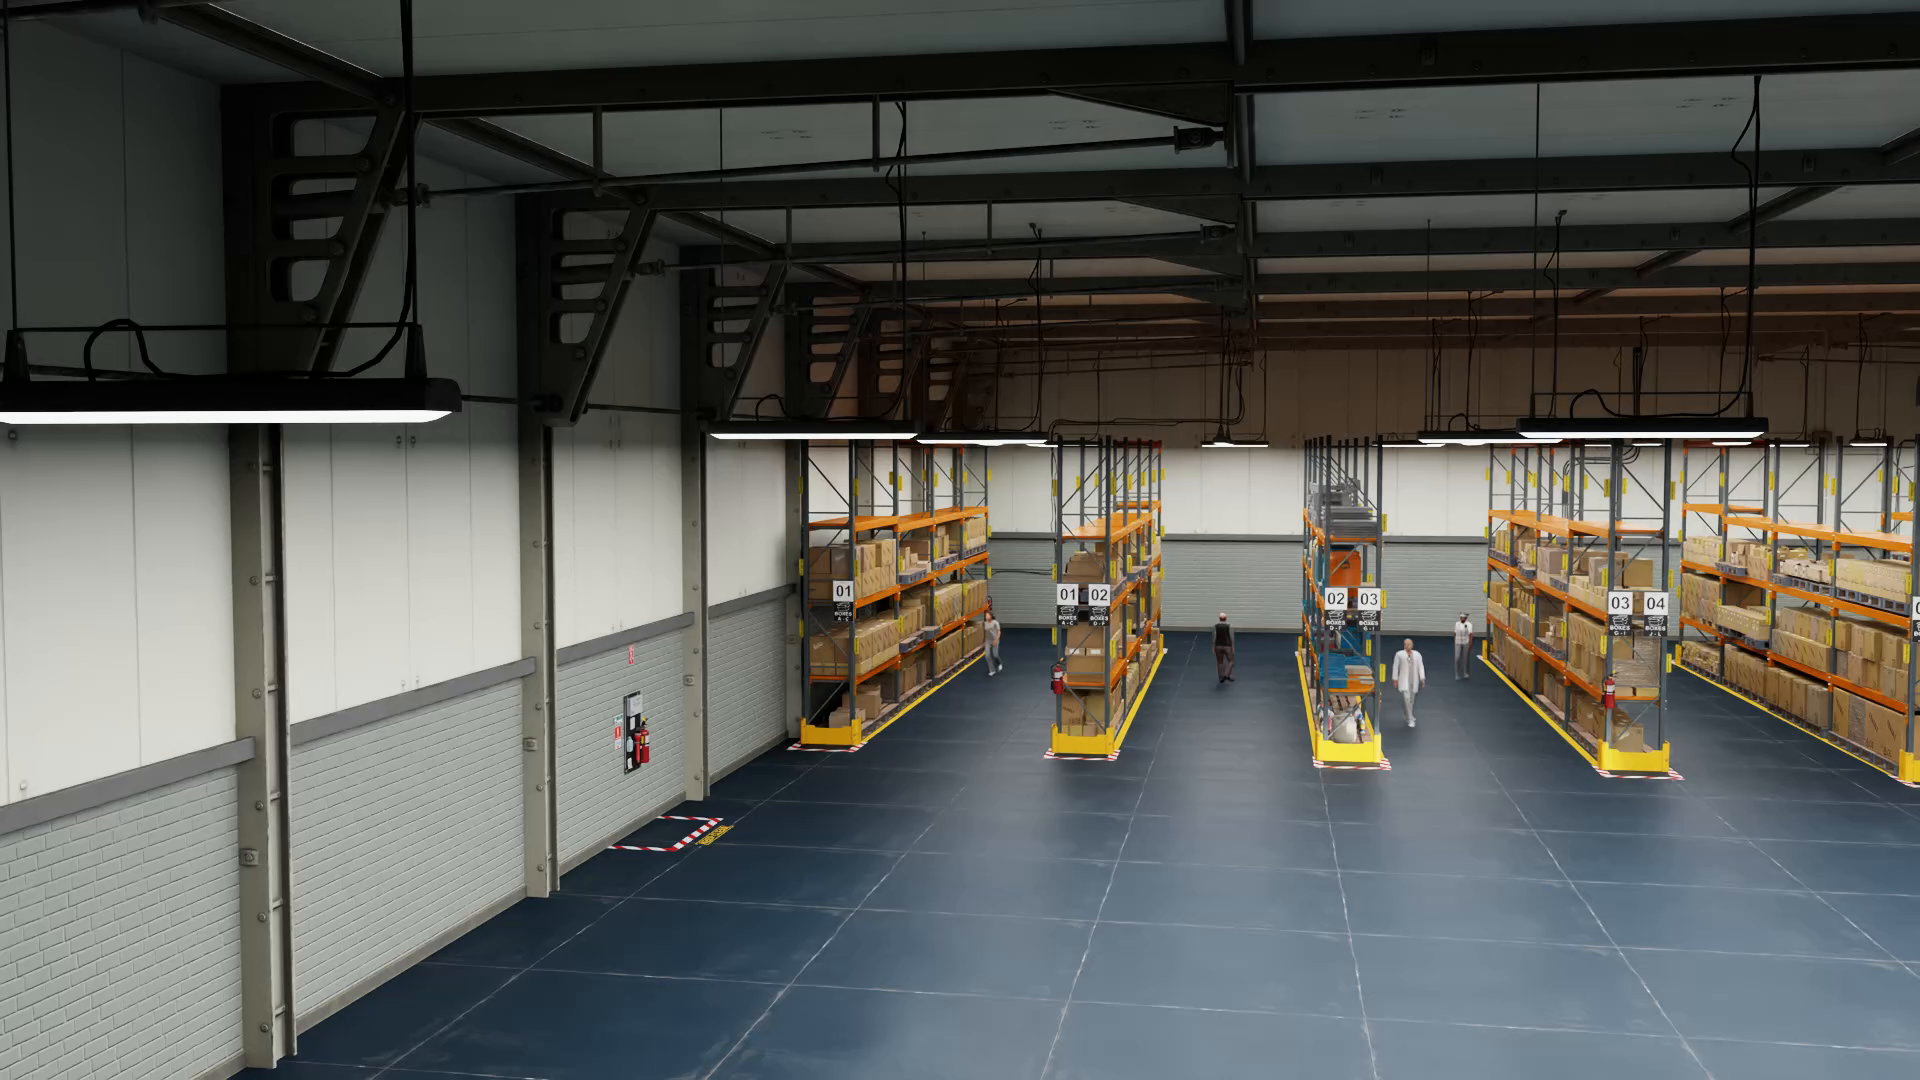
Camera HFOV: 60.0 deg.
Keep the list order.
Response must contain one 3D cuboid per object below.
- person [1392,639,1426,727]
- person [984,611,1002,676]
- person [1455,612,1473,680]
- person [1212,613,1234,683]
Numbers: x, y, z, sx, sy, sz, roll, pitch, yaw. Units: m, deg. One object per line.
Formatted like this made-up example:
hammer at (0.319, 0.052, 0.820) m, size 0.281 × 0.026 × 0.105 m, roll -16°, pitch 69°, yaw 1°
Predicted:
person at (9.389, 2.981, 34.749) m, size 0.610 × 1.832 × 0.803 m, roll 0°, pitch 3°, yaw -5°
person at (0.818, 2.616, 42.446) m, size 0.496 × 1.640 × 0.579 m, roll 1°, pitch 3°, yaw 23°
person at (12.614, 2.657, 41.656) m, size 0.492 × 1.733 × 0.515 m, roll 2°, pitch 4°, yaw 32°
person at (6.471, 2.757, 40.869) m, size 0.573 × 1.528 × 0.535 m, roll 1°, pitch 3°, yaw 17°
